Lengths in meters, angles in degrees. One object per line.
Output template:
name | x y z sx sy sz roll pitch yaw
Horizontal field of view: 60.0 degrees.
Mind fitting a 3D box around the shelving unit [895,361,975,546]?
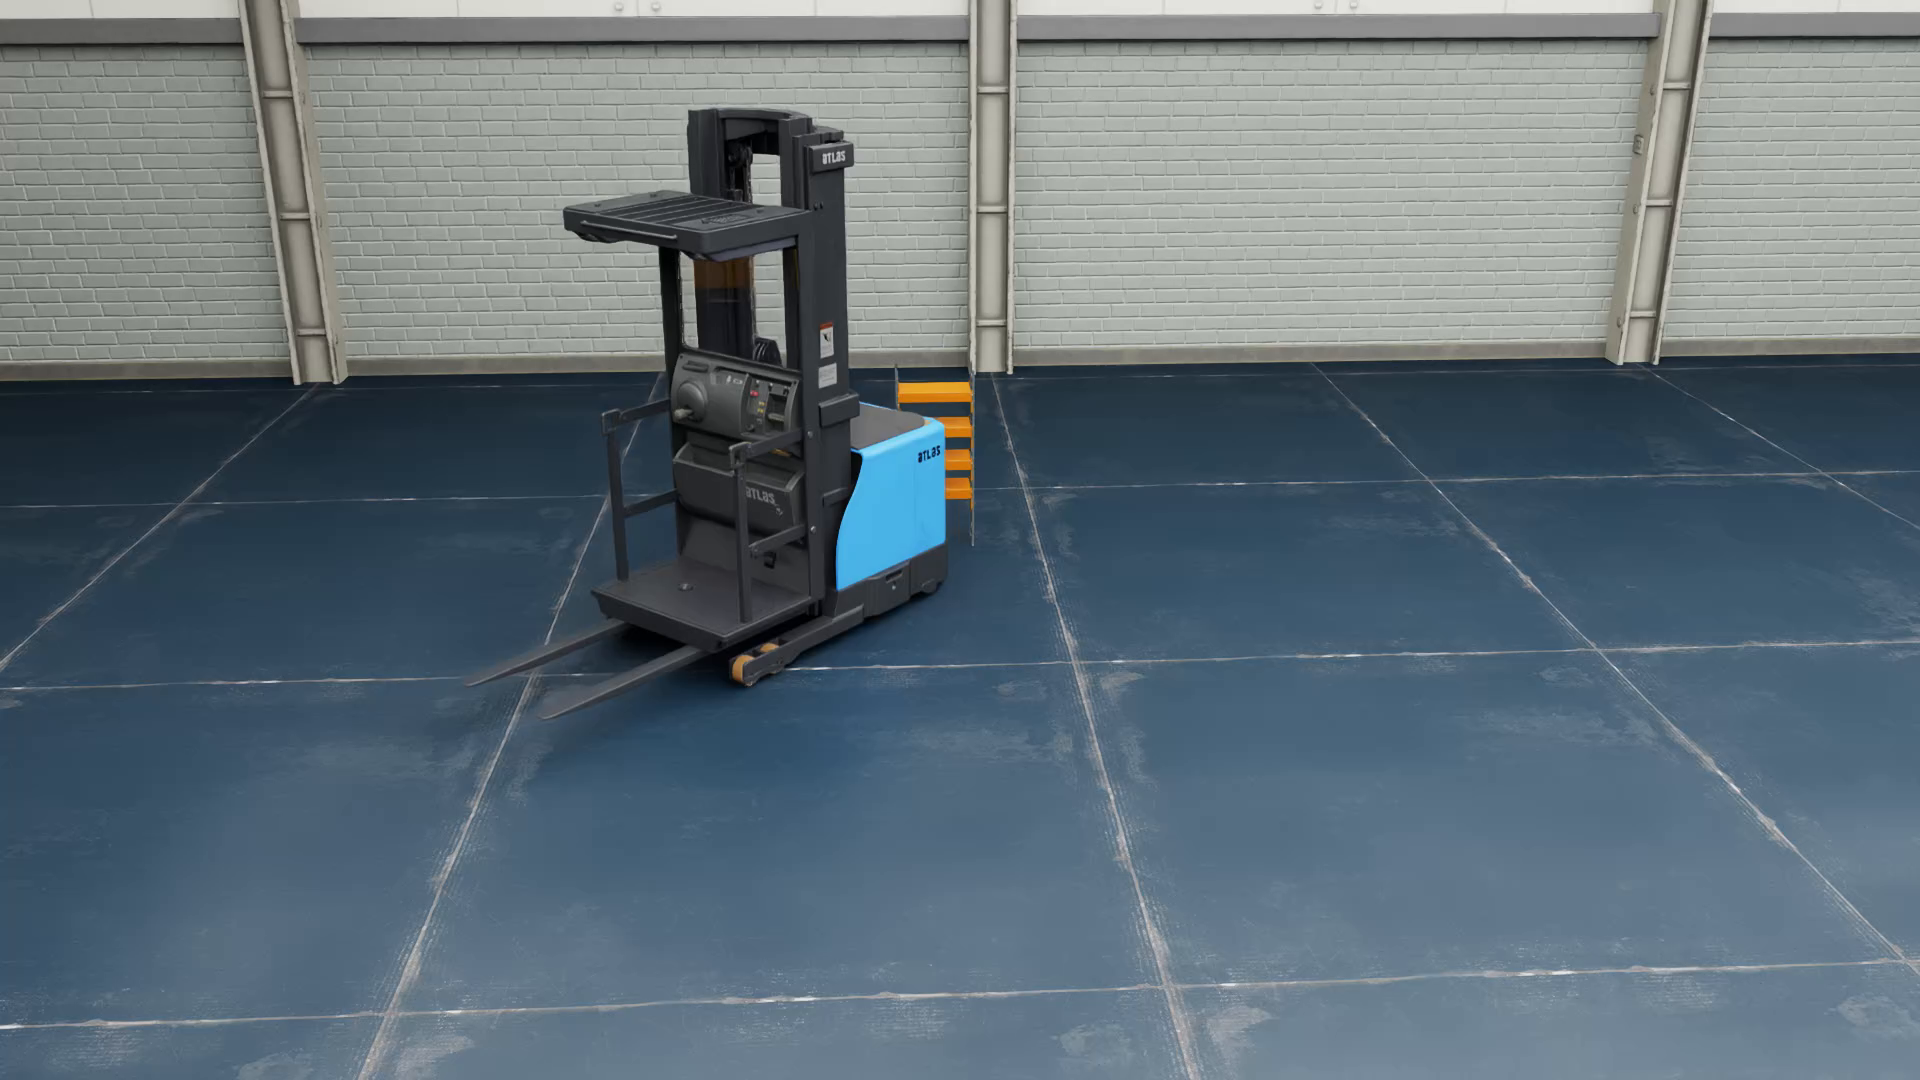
shelving unit | -0.165 -0.557 10.899 0.503 1.200 0.258 -1 21 -3

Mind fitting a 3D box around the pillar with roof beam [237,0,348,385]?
pillar with roof beam | -5.470 -4.111 9.272 0.400 9.000 9.100 -1 21 -3

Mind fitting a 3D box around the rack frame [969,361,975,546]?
rack frame | 0.078 -0.562 10.912 0.015 1.200 0.240 -1 21 -3

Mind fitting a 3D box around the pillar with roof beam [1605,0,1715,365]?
pillar with roof beam | 6.511 -4.355 9.912 0.400 9.000 9.100 -1 21 -3

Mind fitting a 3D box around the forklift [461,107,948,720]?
forklift | -1.377 -0.776 9.039 1.130 2.935 3.031 16 26 35

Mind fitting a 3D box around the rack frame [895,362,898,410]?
rack frame | -0.409 -0.552 10.886 0.015 1.200 0.240 -1 21 -3

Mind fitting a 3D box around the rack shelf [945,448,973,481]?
rack shelf | -0.165 -0.494 10.923 0.480 0.148 0.258 -1 21 -3

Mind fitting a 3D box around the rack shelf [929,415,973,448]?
rack shelf | -0.165 -0.704 10.843 0.480 0.148 0.258 -1 21 -3

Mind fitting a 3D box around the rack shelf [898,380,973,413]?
rack shelf | -0.165 -0.925 10.759 0.480 0.148 0.258 -1 21 -3

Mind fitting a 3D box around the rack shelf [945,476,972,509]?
rack shelf | -0.165 -0.309 10.993 0.480 0.148 0.258 -1 21 -3

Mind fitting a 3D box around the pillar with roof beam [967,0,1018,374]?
pillar with roof beam | 0.520 -4.233 9.592 0.400 9.000 9.100 -1 21 -3
